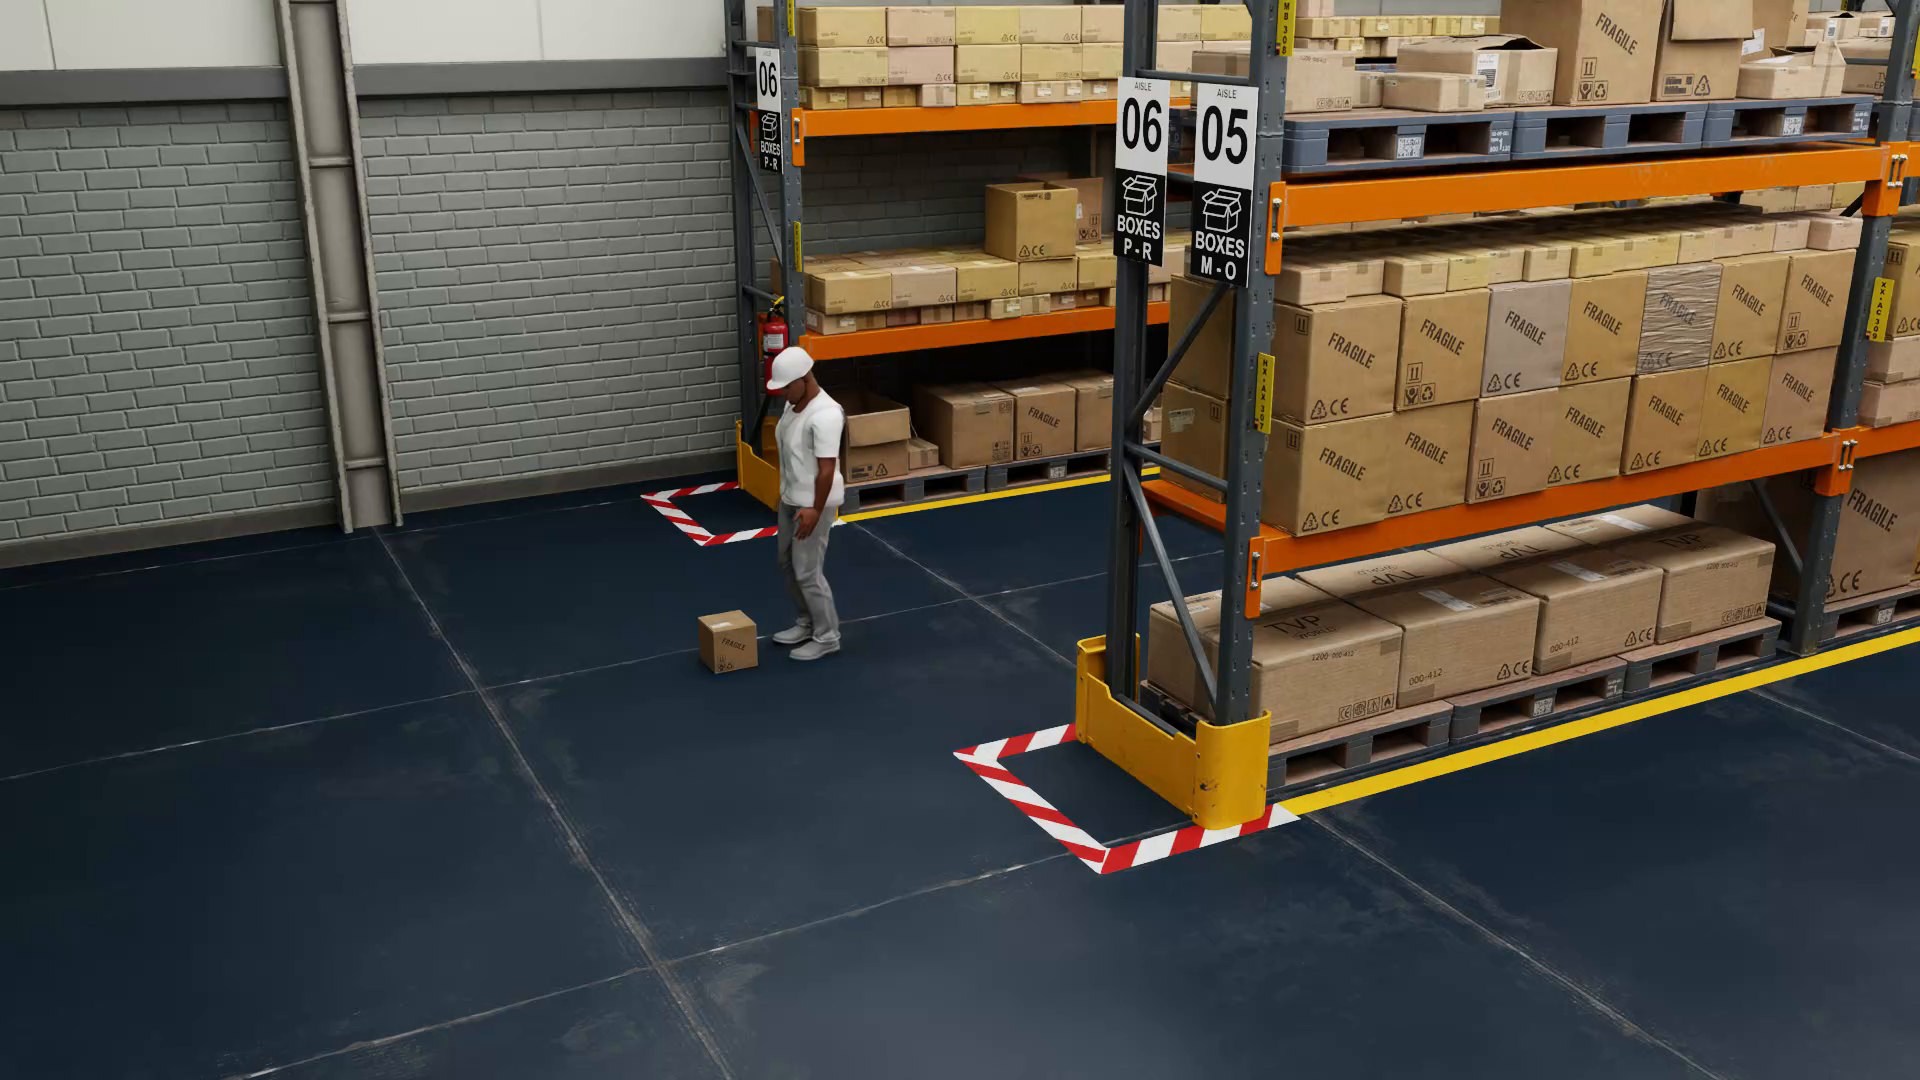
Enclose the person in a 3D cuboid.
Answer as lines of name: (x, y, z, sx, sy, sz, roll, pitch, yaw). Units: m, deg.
person: (-0.854, -0.208, 9.191, 0.396, 1.747, 0.578, -9, 20, -26)
